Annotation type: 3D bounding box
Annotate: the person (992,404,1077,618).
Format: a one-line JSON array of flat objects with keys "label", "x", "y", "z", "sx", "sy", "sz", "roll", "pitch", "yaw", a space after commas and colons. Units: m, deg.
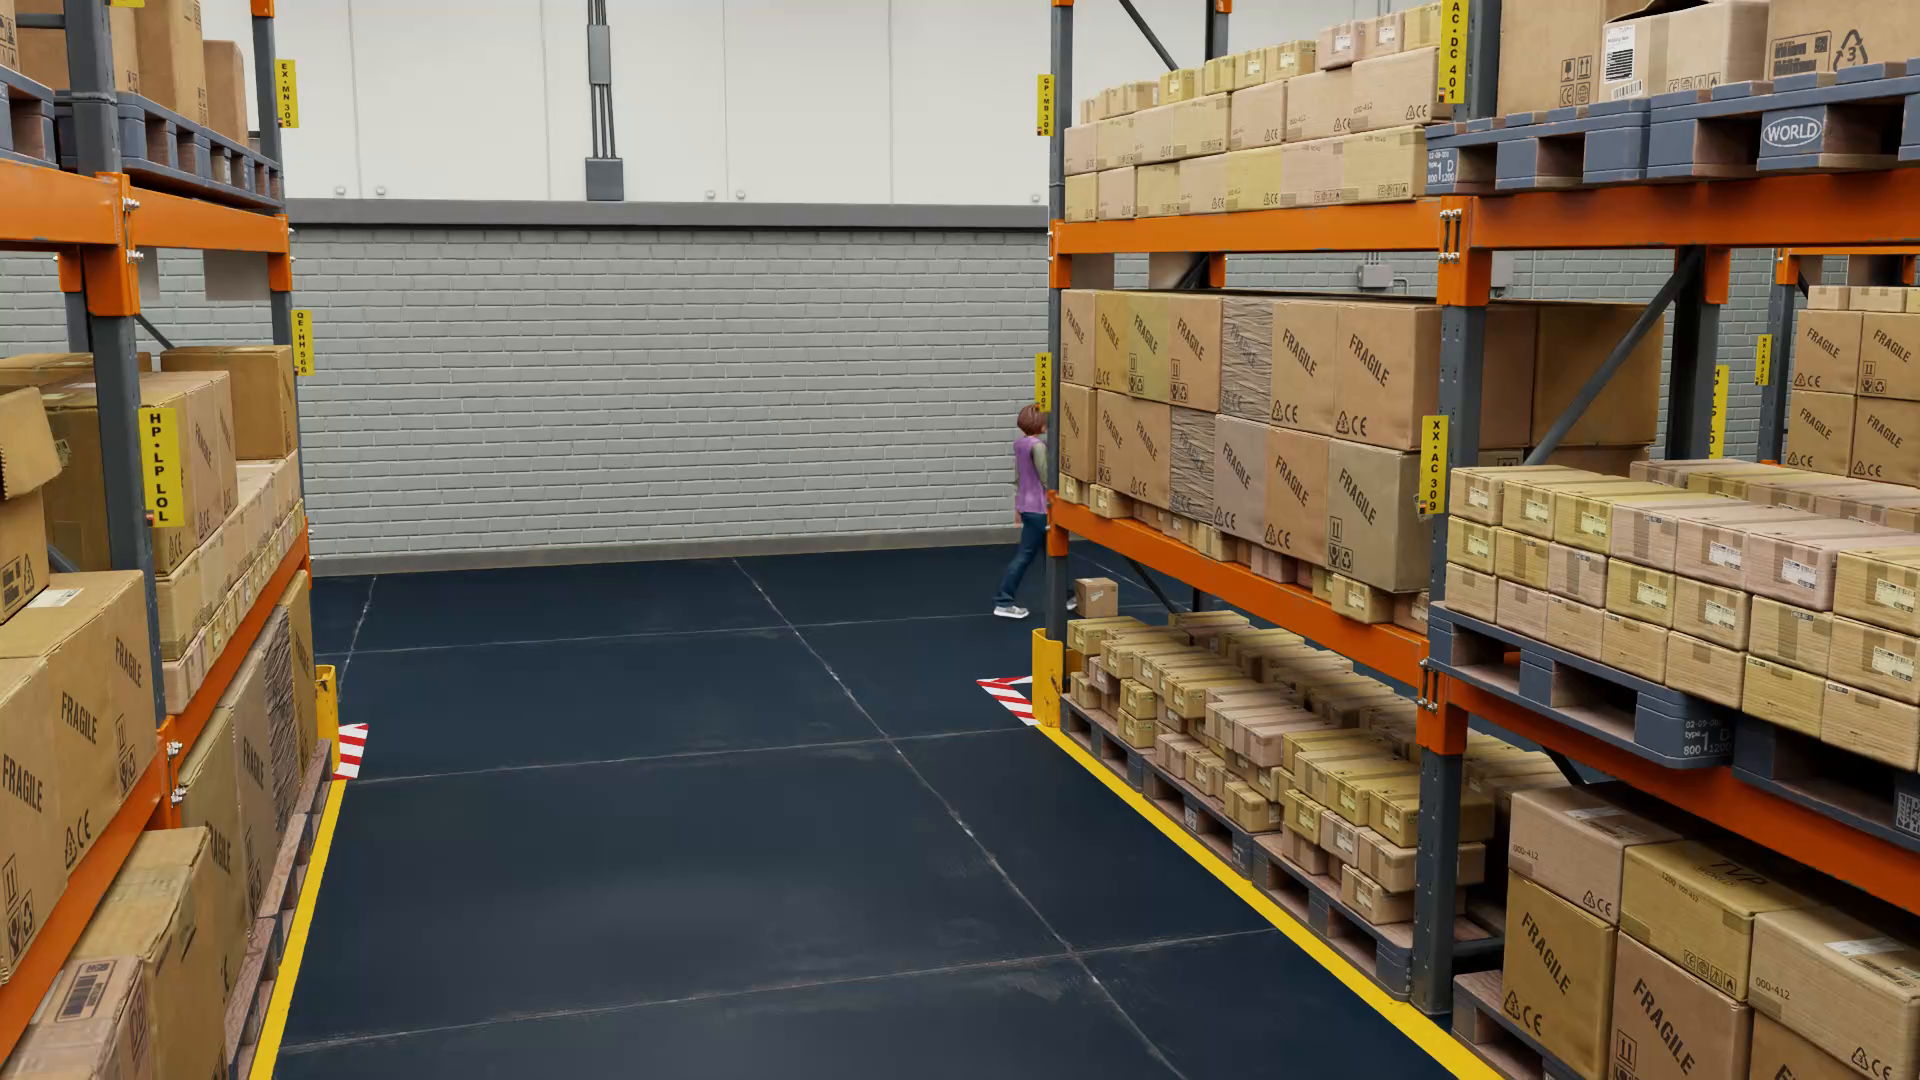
[{"label": "person", "x": 0.632, "y": -0.207, "z": 12.192, "sx": 0.838, "sy": 1.548, "sz": 0.425, "roll": -3, "pitch": 10, "yaw": -15}]
